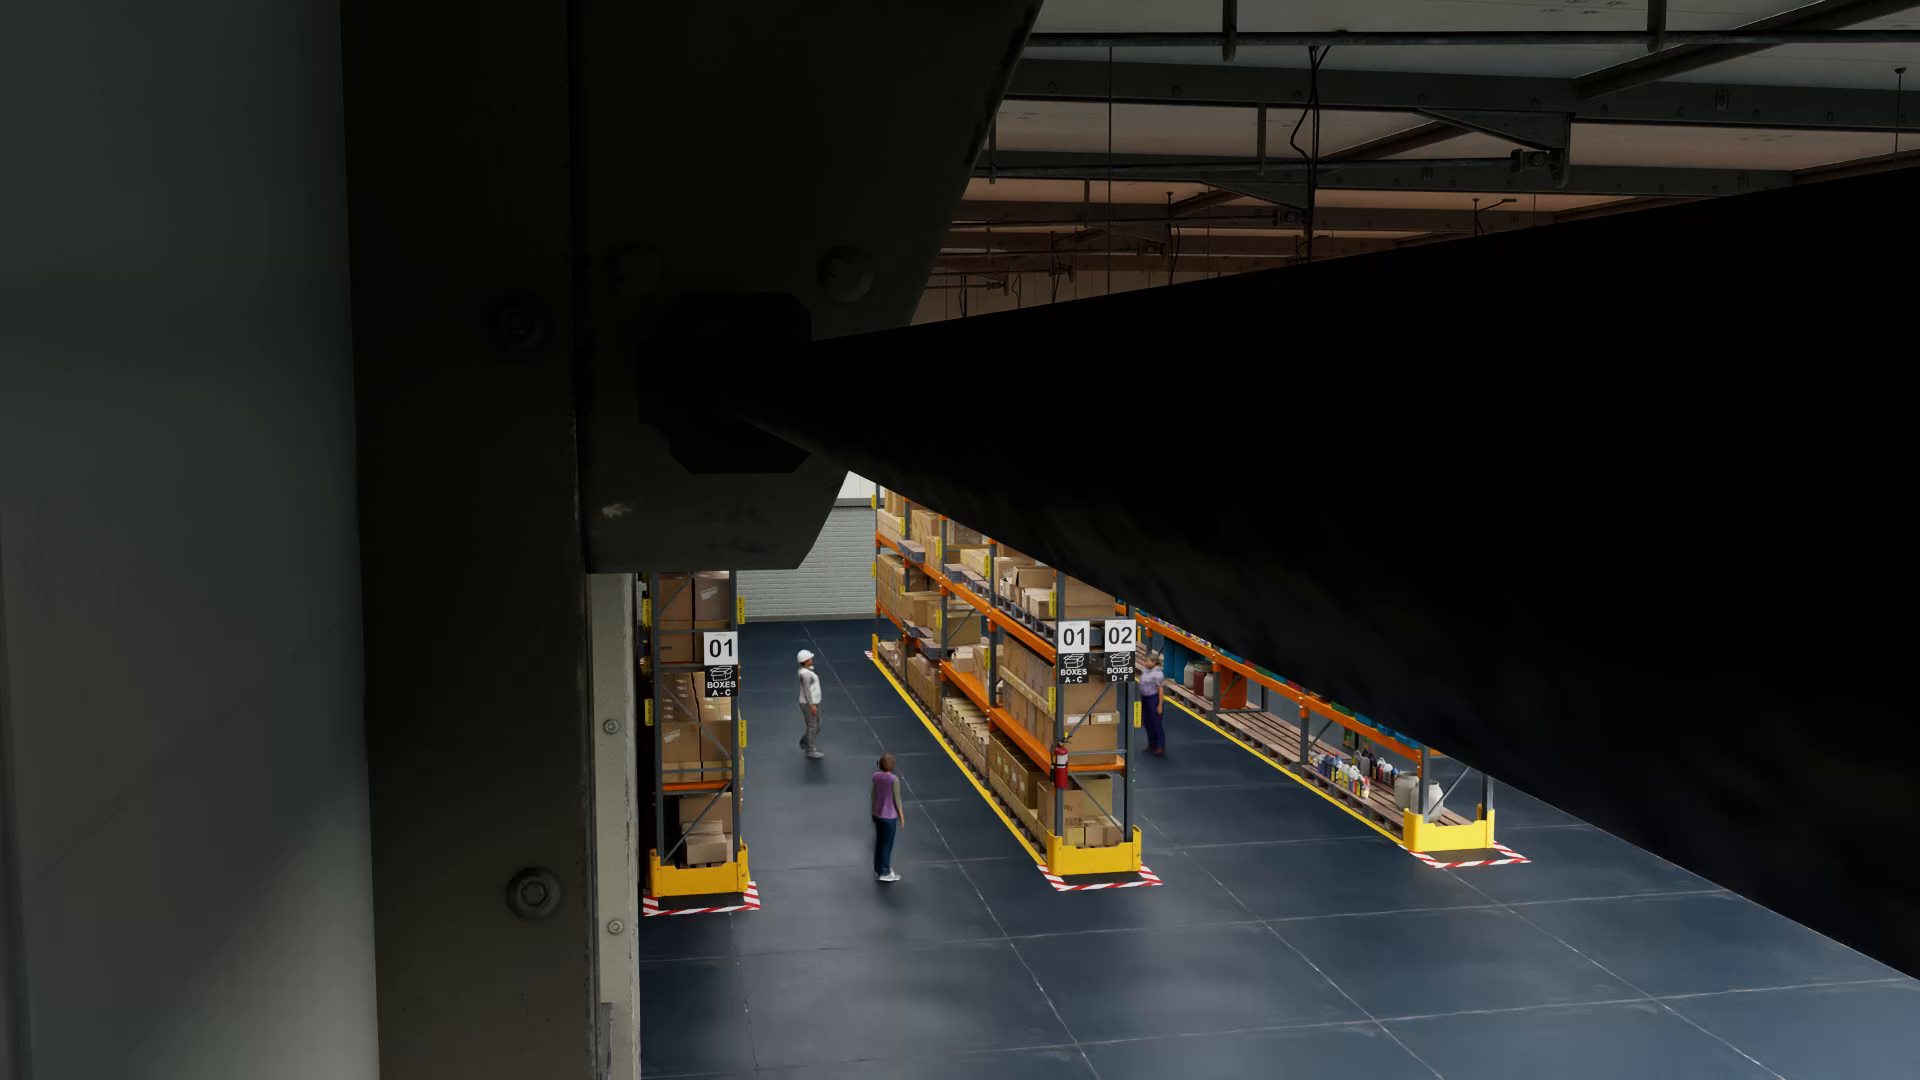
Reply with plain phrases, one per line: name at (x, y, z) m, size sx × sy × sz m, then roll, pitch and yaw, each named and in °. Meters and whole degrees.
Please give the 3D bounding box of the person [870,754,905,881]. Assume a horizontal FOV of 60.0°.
person at (-0.891, 3.429, 20.647) m, size 0.397 × 1.601 × 0.479 m, roll -5°, pitch 7°, yaw -38°

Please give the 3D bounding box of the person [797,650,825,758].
person at (-2.440, 2.672, 27.249) m, size 0.474 × 1.781 × 0.611 m, roll 0°, pitch 6°, yaw 4°

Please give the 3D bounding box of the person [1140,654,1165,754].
person at (3.191, 2.714, 27.417) m, size 0.383 × 1.685 × 0.577 m, roll -3°, pitch 6°, yaw -25°

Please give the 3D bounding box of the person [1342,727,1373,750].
person at (6.648, 2.577, 27.857) m, size 0.621 × 1.780 × 0.382 m, roll 5°, pitch 8°, yaw 42°

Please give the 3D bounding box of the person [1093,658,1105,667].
person at (2.738, 2.119, 32.980) m, size 0.553 × 1.679 × 1.022 m, roll 1°, pitch 6°, yaw 7°
